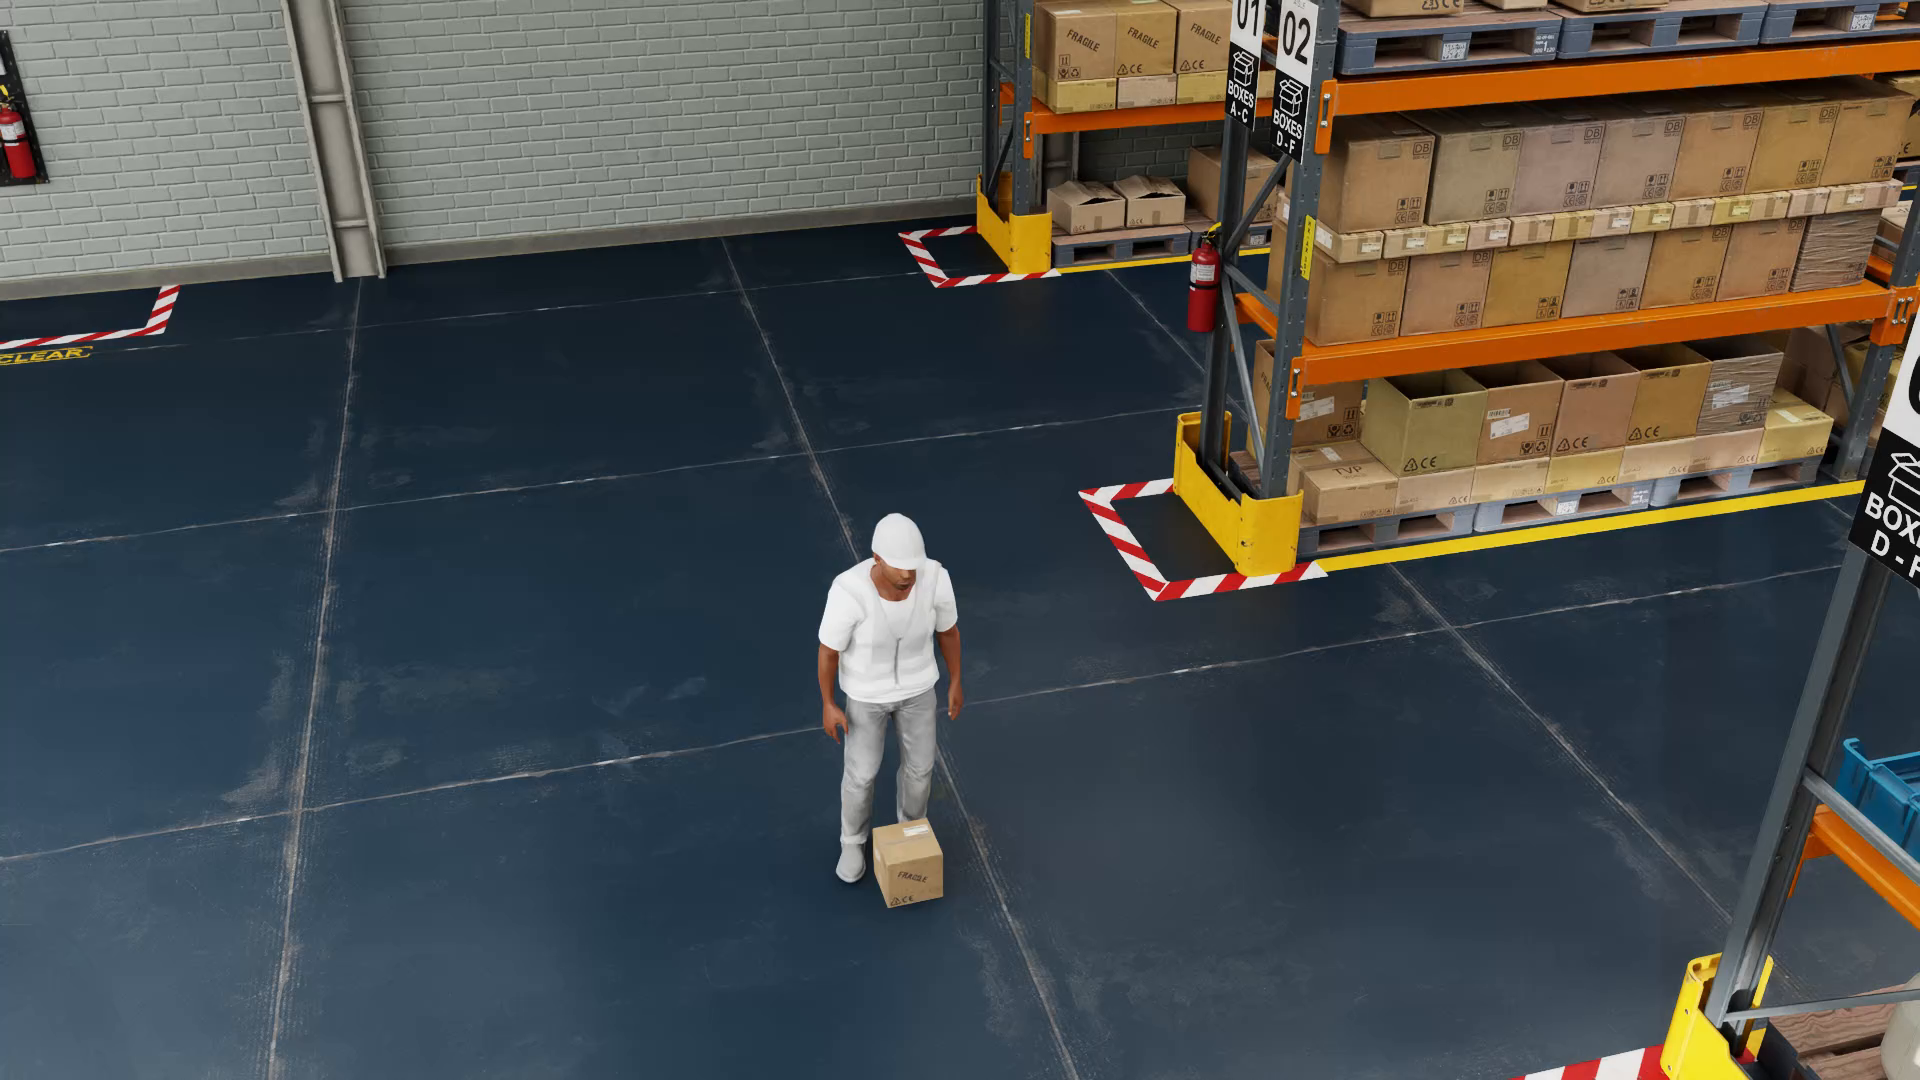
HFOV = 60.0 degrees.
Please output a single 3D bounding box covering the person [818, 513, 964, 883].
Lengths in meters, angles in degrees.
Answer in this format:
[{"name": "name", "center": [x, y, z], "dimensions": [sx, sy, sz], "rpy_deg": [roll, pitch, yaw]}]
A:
[{"name": "person", "center": [-0.288, 0.651, 7.099], "dimensions": [0.636, 1.760, 0.454], "rpy_deg": [-9, 31, -16]}]
